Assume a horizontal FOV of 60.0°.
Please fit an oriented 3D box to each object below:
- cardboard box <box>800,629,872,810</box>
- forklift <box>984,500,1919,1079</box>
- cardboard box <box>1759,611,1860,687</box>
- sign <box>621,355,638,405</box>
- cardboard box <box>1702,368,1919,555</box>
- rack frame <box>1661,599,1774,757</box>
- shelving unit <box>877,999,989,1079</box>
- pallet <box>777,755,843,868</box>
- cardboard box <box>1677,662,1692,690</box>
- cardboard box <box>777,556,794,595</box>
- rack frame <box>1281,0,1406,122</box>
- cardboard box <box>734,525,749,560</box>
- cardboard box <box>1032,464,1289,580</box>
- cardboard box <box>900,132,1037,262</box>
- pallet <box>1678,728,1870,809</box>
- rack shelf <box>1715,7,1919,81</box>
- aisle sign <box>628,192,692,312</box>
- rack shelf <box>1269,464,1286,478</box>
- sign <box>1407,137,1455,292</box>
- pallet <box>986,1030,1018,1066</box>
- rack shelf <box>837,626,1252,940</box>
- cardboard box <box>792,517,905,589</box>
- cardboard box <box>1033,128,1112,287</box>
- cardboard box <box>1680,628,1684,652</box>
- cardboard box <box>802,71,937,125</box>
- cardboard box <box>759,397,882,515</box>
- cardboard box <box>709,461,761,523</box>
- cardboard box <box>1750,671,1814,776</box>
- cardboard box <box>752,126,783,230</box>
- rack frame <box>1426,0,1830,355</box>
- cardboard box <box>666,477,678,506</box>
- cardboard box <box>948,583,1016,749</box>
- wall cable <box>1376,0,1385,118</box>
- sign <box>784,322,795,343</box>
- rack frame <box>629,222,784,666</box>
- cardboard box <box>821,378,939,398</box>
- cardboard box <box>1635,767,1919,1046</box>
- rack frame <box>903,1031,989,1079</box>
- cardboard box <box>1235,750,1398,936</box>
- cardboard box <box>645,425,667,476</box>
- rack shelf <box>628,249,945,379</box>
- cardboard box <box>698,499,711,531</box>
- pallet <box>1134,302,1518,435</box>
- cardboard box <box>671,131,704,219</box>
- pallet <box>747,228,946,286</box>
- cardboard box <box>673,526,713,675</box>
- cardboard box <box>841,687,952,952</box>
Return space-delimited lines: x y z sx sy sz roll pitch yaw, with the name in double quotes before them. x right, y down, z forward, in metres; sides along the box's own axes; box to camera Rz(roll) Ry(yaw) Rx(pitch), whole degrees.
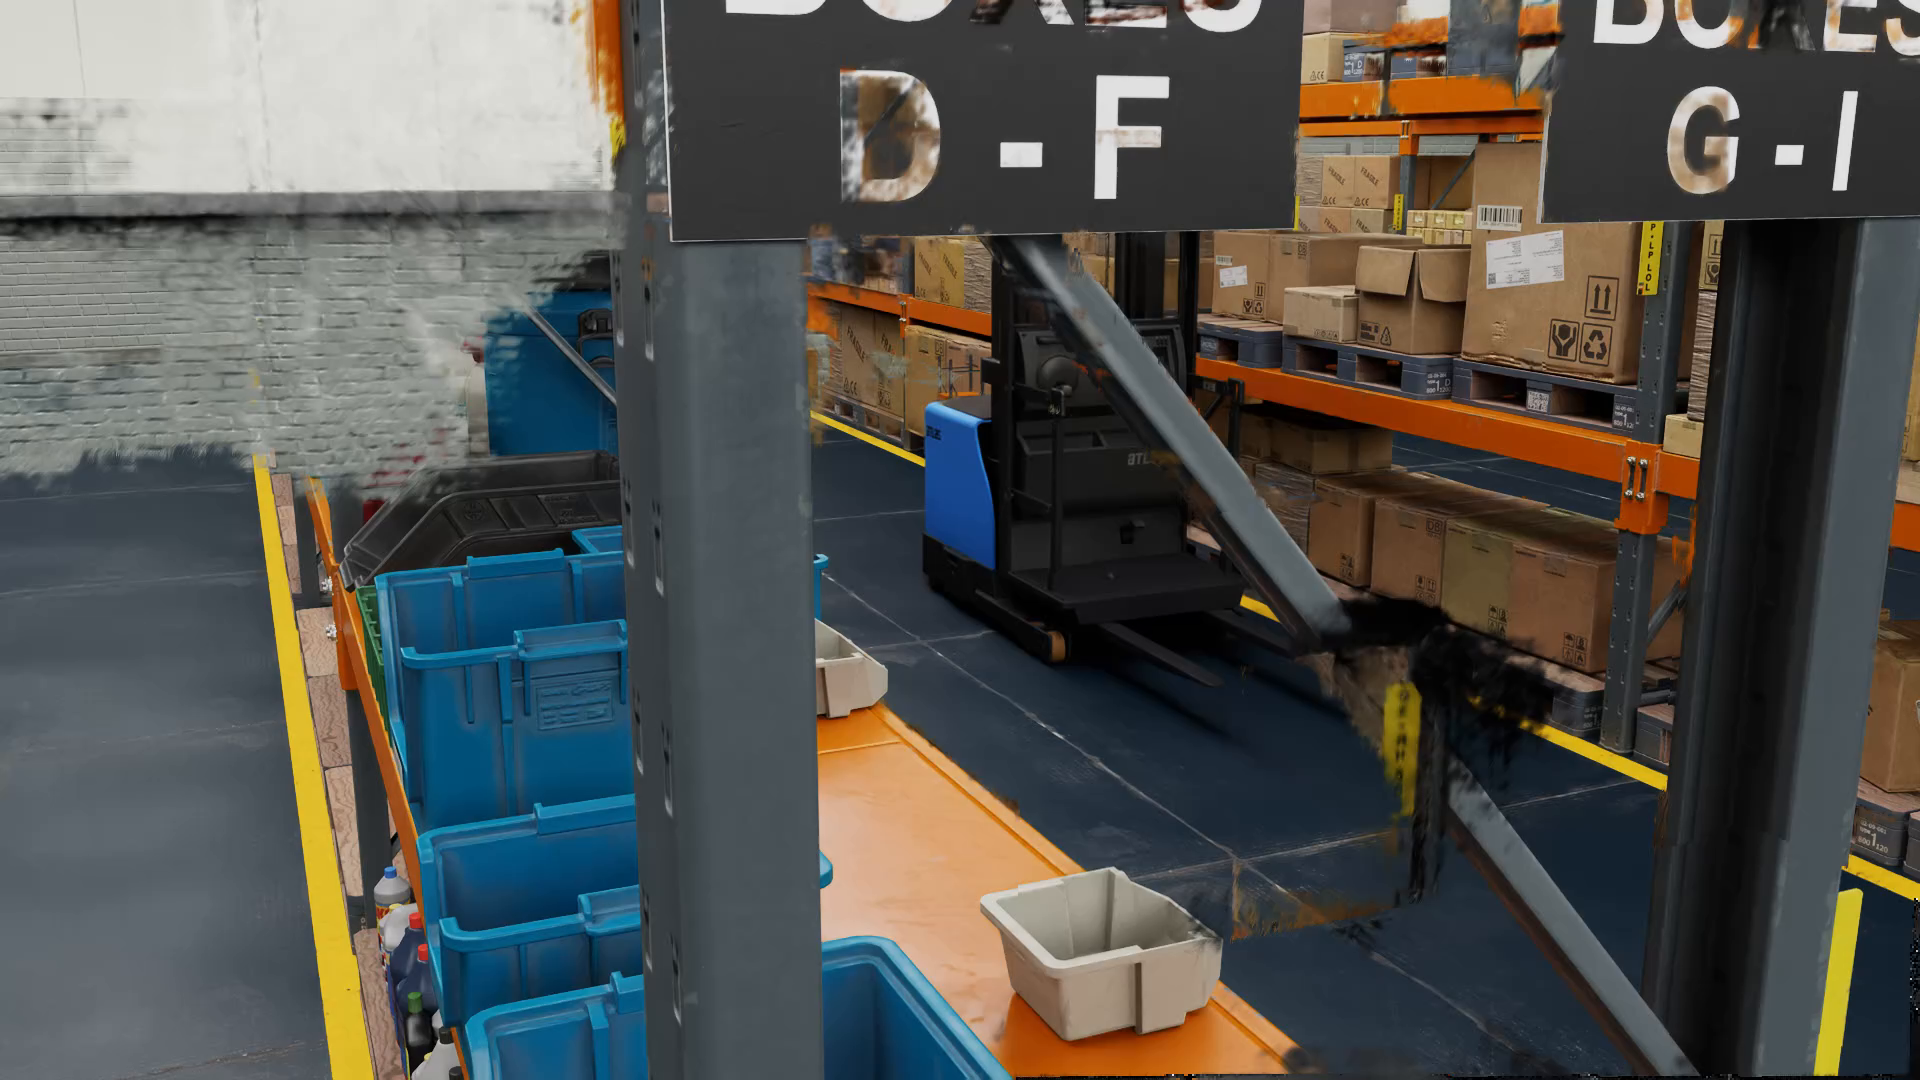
"cardboard box" -0.189 -1.575 14.802 0.875 0.875 0.875 -6 14 -23
"forklift" 0.818 -0.919 8.342 1.130 2.935 3.031 -5 14 -22
"cardboard box" 4.641 -1.864 15.222 0.500 0.250 0.500 -6 14 -25
"sign" -2.112 -3.500 17.242 0.100 0.325 0.005 -6 14 -23
"cardboard box" 1.764 -2.597 9.120 0.500 0.250 0.500 -5 14 -22
"rack frame" 4.587 -2.689 15.835 1.000 3.000 0.127 -6 14 -23
"shelving unit" 0.006 -0.582 10.722 0.258 1.200 0.189 -6 14 -23
"pallet" -0.231 -1.067 15.013 1.003 0.211 1.213 -6 14 -23
"cardboard box" 4.735 -1.609 16.559 0.380 0.149 0.250 -6 14 -25
"cardboard box" -0.627 -2.279 14.621 0.380 0.149 0.250 -6 14 -24
"rack frame" 2.984 -6.438 18.729 1.000 3.000 0.127 -6 14 -23
"cardboard box" -0.936 -2.438 15.309 0.380 0.149 0.250 -6 14 -24
"cardboard box" 0.793 -2.398 12.132 0.797 0.503 0.637 -5 14 -21
"cardboard box" 0.243 -3.857 13.079 0.700 0.500 0.500 -5 14 -22
"pallet" 4.900 -1.170 15.455 1.003 0.211 1.213 -6 14 -23
"rack shelf" 5.388 -4.653 13.499 1.077 0.370 4.000 -6 14 -23
"aisle sign" -1.904 -4.342 17.214 0.394 0.787 0.004 -6 14 -23
"rack shelf" 3.786 -2.752 17.701 1.077 0.370 4.000 -6 14 -23
"sign" 1.092 -3.139 9.804 0.100 0.325 0.005 -6 14 -23
"pallet" 0.872 -0.498 12.554 1.003 0.211 1.213 -6 14 -23
"rack shelf" 0.803 -1.498 12.285 1.077 0.370 4.000 -6 14 -23
"cardboard box" -0.416 -2.401 14.265 0.500 0.250 0.500 -6 14 -24
"cardboard box" 0.766 -3.572 11.837 0.797 0.503 0.637 -6 14 -24
"cardboard box" 4.206 -1.844 16.258 0.380 0.149 0.250 -5 14 -21
"cardboard box" -0.369 -4.585 14.339 0.500 0.250 0.500 -7 15 -27
"cardboard box" -0.624 -2.874 14.643 0.500 0.500 0.500 -5 14 -22
"cardboard box" -1.030 -2.718 15.635 0.500 0.250 0.500 -6 14 -24
"cardboard box" 4.640 -1.499 15.306 0.500 0.500 0.500 -5 14 -21
"cardboard box" -0.578 -4.293 14.738 0.700 0.500 0.500 -5 14 -20
"rack frame" 1.604 -4.358 9.742 1.000 3.000 0.127 -6 14 -23
"cardboard box" -1.554 -2.757 16.686 0.380 0.149 0.250 -6 14 -24
"cardboard box" 0.359 -1.986 12.575 0.500 0.500 0.500 -6 14 -24
"wall cable" 4.943 -8.056 25.719 0.463 3.000 0.029 -6 14 -23
"sign" -1.098 -3.814 17.602 0.100 0.325 0.005 -6 14 -23
"rack frame" -1.601 -3.088 17.560 1.000 3.000 0.127 -6 14 -23
"cardboard box" -0.359 -3.030 15.321 0.500 0.500 0.500 -6 14 -25
"cardboard box" 1.857 -1.581 9.894 0.500 0.500 0.500 -8 15 -30
"rack frame" 0.042 -0.563 10.640 0.240 1.200 0.006 -6 14 -23
"cardboard box" 1.179 -1.564 10.751 0.500 0.500 0.500 -5 14 -21
"cardboard box" -1.656 -3.036 17.010 0.500 0.250 0.500 -6 14 -24
"rack shelf" -0.800 -3.786 15.518 1.077 0.370 4.000 -6 14 -23
"cardboard box" -1.244 -2.597 15.996 0.380 0.149 0.250 -6 14 -24
"pallet" 1.297 -2.933 10.656 1.213 0.211 1.003 -5 14 -20
"cardboard box" -1.228 -4.622 16.159 0.700 0.500 0.500 -6 14 -25
"pallet" -0.317 -3.850 14.396 1.003 0.211 1.213 -6 14 -23
"cardboard box" -1.271 -2.133 17.212 0.875 0.875 0.875 -6 14 -23
"cardboard box" 0.276 -1.301 13.618 1.225 0.875 0.875 -6 14 -23
